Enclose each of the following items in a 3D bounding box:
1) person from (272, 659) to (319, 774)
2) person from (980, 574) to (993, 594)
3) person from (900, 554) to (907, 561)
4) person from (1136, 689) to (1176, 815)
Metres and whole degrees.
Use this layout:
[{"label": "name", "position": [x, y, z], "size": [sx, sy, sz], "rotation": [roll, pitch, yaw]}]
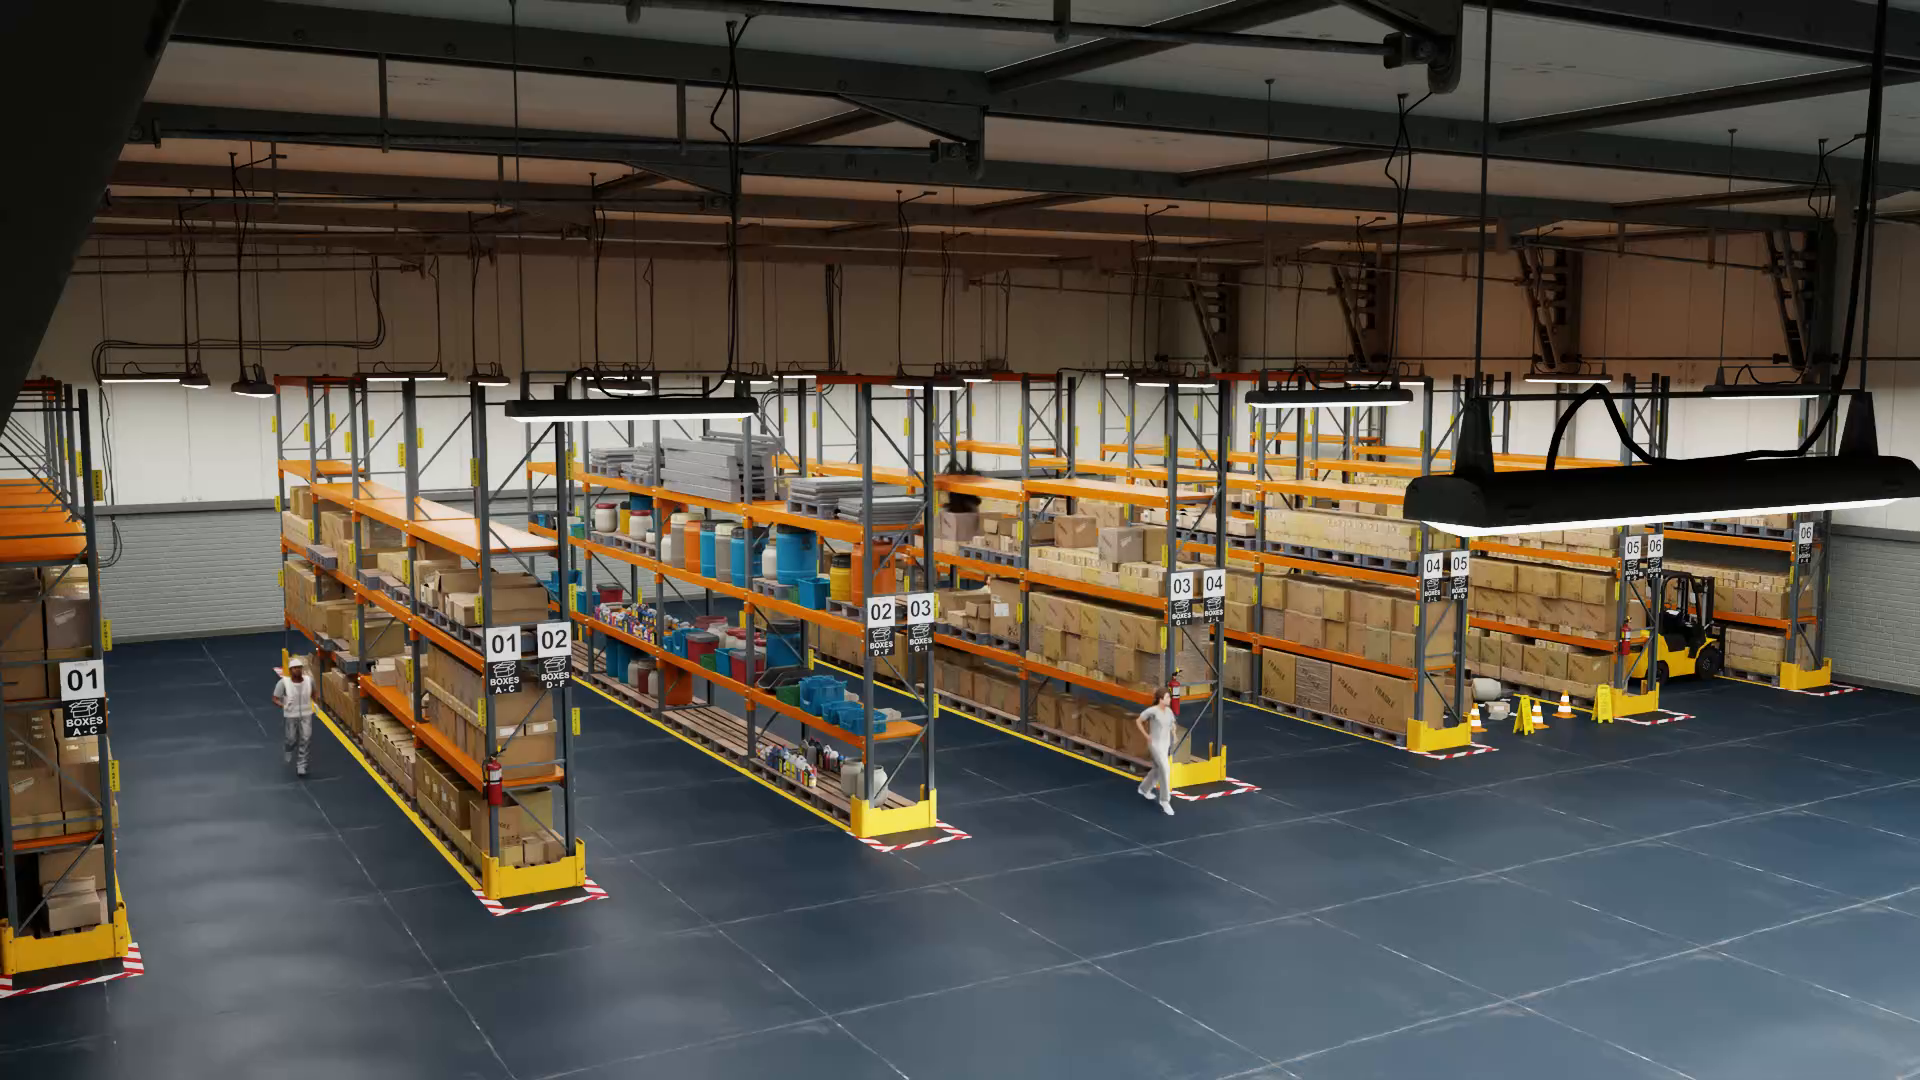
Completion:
[{"label": "person", "position": [-10.140, 2.682, 25.441], "size": [0.687, 1.743, 0.704], "rotation": [-4, 8, -35]}, {"label": "person", "position": [0.683, 1.566, 36.213], "size": [0.555, 1.600, 0.534], "rotation": [-4, 7, -32]}, {"label": "person", "position": [-1.340, 1.185, 39.421], "size": [0.724, 1.711, 0.612], "rotation": [-1, 6, -10]}, {"label": "person", "position": [2.830, 2.940, 23.486], "size": [0.567, 1.698, 0.863], "rotation": [-5, 8, -41]}]
